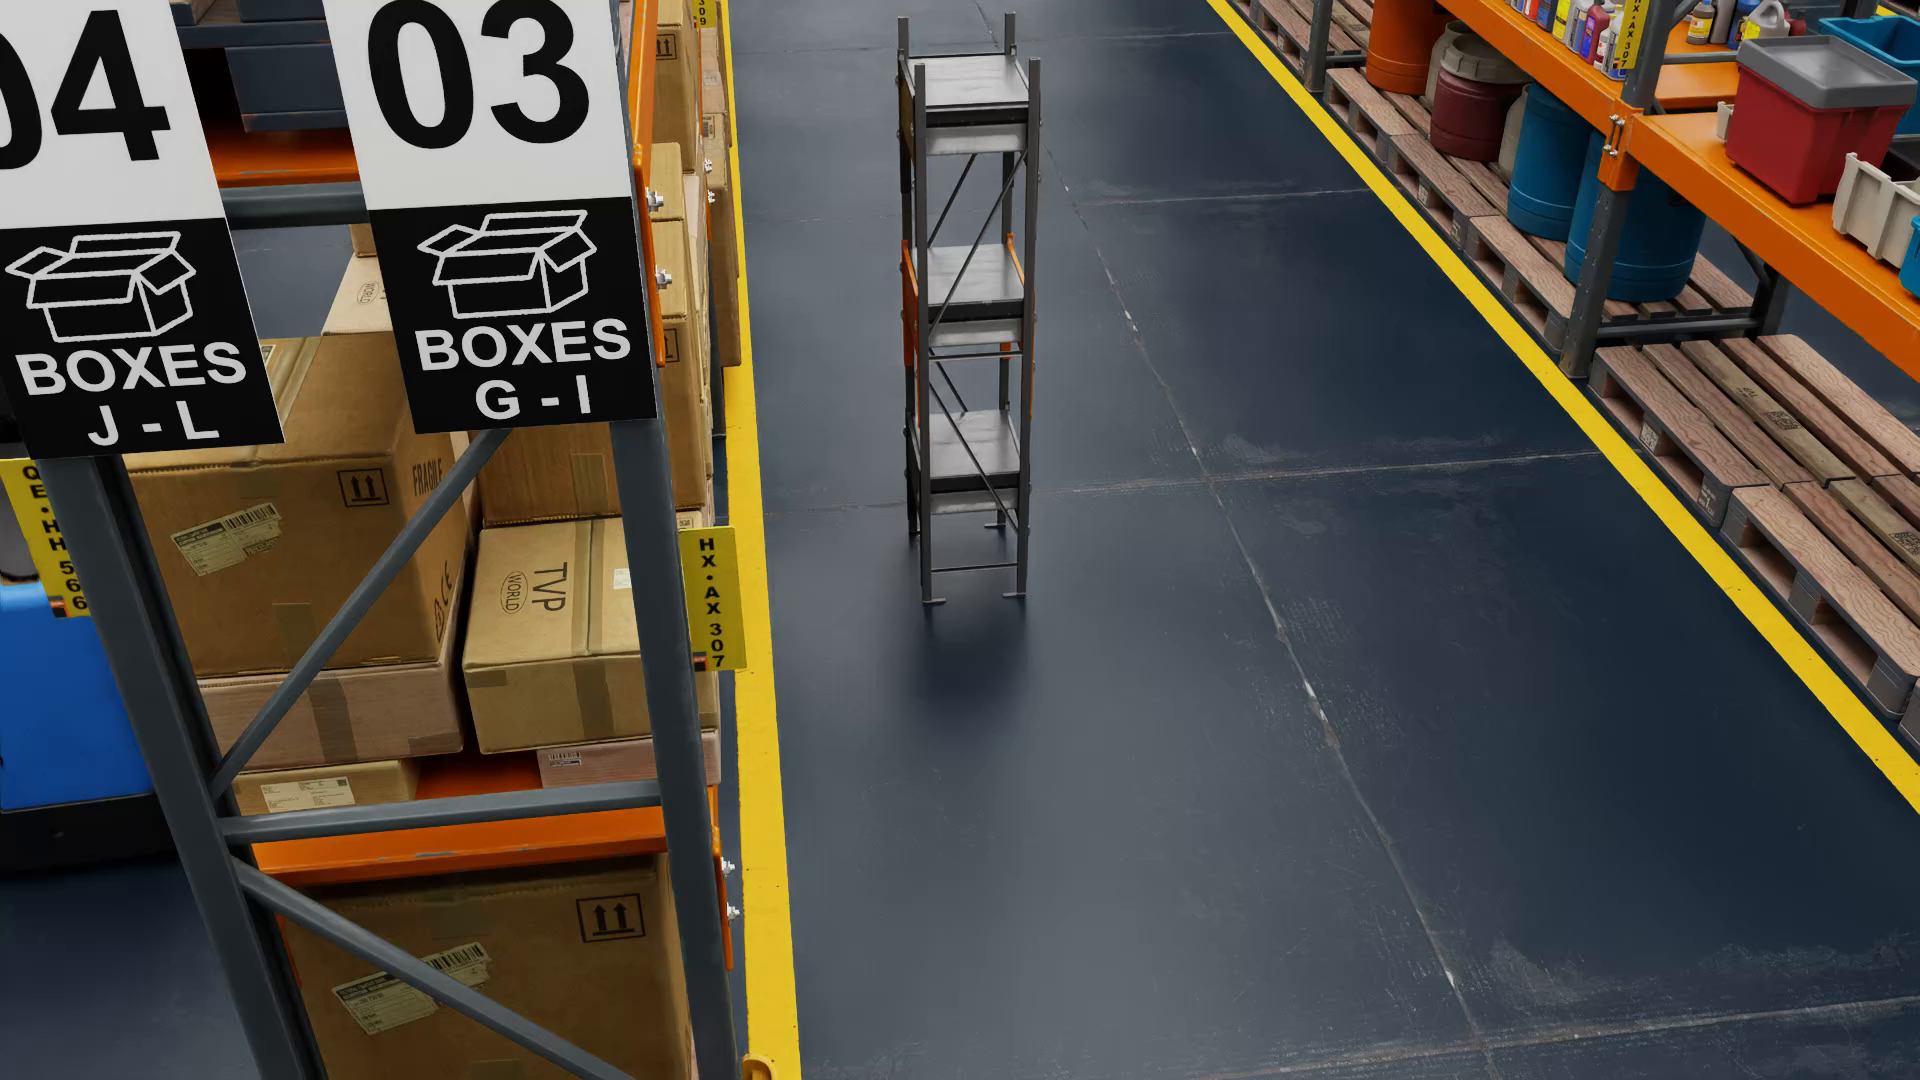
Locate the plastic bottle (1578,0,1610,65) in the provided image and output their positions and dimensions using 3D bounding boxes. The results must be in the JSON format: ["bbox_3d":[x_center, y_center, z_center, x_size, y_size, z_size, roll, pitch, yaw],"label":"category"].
[{"bbox_3d":[2.914,-2.338,7.620,0.061,0.283,0.133,-4,35,-6],"label":"plastic bottle"}]

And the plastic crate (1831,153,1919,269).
[{"bbox_3d":[3.386,-1.175,5.862,0.437,0.282,0.530,-4,35,-6],"label":"plastic crate"}]

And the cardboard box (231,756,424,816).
[{"bbox_3d":[-1.381,0.472,3.616,0.380,0.149,0.250,-4,34,-5],"label":"cardboard box"}]

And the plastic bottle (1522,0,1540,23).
[{"bbox_3d":[2.873,-2.694,8.150,0.152,0.276,0.135,-4,35,-6],"label":"plastic bottle"}]

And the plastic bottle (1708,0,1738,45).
[{"bbox_3d":[3.629,-2.505,7.872,0.152,0.276,0.135,-4,35,-6],"label":"plastic bottle"}]

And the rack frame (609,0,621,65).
[{"bbox_3d":[-1.007,-1.937,1.601,1.000,3.000,0.127,-4,35,-6],"label":"rack frame"}]

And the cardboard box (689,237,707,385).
[{"bbox_3d":[-1.020,-0.668,4.936,0.500,0.250,0.500,-5,35,-7],"label":"cardboard box"}]

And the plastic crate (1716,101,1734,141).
[{"bbox_3d":[3.284,-1.710,6.777,0.396,0.136,0.243,-4,35,-6],"label":"plastic crate"}]

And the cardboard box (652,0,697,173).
[{"bbox_3d":[-1.155,-1.544,5.556,0.500,0.500,0.500,-4,34,-6],"label":"cardboard box"}]

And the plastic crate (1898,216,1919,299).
[{"bbox_3d":[3.371,-0.915,5.524,0.416,0.233,0.300,-4,35,-6],"label":"plastic crate"}]

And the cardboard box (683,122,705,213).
[{"bbox_3d":[-1.153,-1.236,5.769,0.500,0.250,0.500,-3,34,-5],"label":"cardboard box"}]

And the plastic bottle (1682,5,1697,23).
[{"bbox_3d":[3.615,-2.650,8.151,0.097,0.201,0.097,0,34,0],"label":"plastic bottle"}]

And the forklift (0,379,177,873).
[{"bbox_3d":[-3.191,-0.968,5.568,1.130,2.935,3.031,-6,35,-9],"label":"forklift"}]

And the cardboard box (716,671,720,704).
[{"bbox_3d":[-0.763,0.280,3.899,0.380,0.149,0.250,-5,35,-7],"label":"cardboard box"}]

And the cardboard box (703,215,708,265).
[{"bbox_3d":[-1.075,-1.010,5.792,0.380,0.149,0.250,-4,34,-5],"label":"cardboard box"}]

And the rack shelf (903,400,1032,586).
[{"bbox_3d":[0.022,-0.186,6.425,0.431,0.518,0.480,-4,35,-6],"label":"rack shelf"}]

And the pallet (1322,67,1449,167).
[{"bbox_3d":[2.973,-2.708,10.536,1.003,0.211,1.213,-4,35,-6],"label":"pallet"}]

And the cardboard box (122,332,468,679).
[{"bbox_3d":[-1.333,-0.080,3.408,0.500,0.500,0.500,-4,34,-6],"label":"cardboard box"}]

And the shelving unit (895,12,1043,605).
[{"bbox_3d":[0.022,-0.775,6.023,0.431,2.100,0.503,-4,35,-6],"label":"shelving unit"}]

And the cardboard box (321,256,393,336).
[{"bbox_3d":[-1.545,-0.626,4.875,0.500,0.250,0.500,-4,35,-6],"label":"cardboard box"}]

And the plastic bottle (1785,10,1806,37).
[{"bbox_3d":[3.737,-2.254,7.497,0.061,0.283,0.133,-4,35,-6],"label":"plastic bottle"}]

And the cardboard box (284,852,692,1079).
[{"bbox_3d":[-1.172,0.896,4.286,0.875,0.875,0.875,-4,35,-6],"label":"cardboard box"}]

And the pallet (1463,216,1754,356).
[{"bbox_3d":[3.301,-1.346,8.538,1.003,0.211,1.213,-4,35,-6],"label":"pallet"}]

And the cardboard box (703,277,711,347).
[{"bbox_3d":[-1.006,-0.724,5.371,0.380,0.149,0.250,-5,35,-7],"label":"cardboard box"}]

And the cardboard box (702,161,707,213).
[{"bbox_3d":[-1.144,-1.297,6.212,0.380,0.149,0.250,-4,34,-5],"label":"cardboard box"}]

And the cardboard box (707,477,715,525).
[{"bbox_3d":[-0.868,-0.150,4.530,0.380,0.149,0.250,-5,35,-7],"label":"cardboard box"}]

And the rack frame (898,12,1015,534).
[{"bbox_3d":[-0.011,-0.911,6.223,0.400,2.100,0.015,-4,35,-6],"label":"rack frame"}]

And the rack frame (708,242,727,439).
[{"bbox_3d":[-1.545,-1.690,6.566,1.000,3.000,0.127,-4,35,-6],"label":"rack frame"}]

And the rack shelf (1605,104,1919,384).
[{"bbox_3d":[3.632,-0.652,5.681,1.077,0.370,4.000,-4,35,-6],"label":"rack shelf"}]

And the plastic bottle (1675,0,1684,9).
[{"bbox_3d":[3.617,-2.749,8.224,0.061,0.283,0.133,-4,35,-6],"label":"plastic bottle"}]

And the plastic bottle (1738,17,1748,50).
[{"bbox_3d":[3.685,-2.357,7.722,0.097,0.201,0.097,0,34,0],"label":"plastic bottle"}]

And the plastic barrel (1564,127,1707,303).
[{"bbox_3d":[3.307,-1.676,8.036,0.600,0.901,0.708,-4,35,-6],"label":"plastic barrel"}]

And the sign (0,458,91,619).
[{"bbox_3d":[-1.546,-0.001,2.849,0.100,0.325,0.005,-4,35,-6],"label":"sign"}]

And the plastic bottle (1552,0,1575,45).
[{"bbox_3d":[2.915,-2.533,7.847,0.144,0.351,0.185,-4,35,-6],"label":"plastic bottle"}]

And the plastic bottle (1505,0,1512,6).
[{"bbox_3d":[2.812,-2.801,8.373,0.097,0.201,0.097,0,34,0],"label":"plastic bottle"}]

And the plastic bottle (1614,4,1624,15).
[{"bbox_3d":[3.062,-2.402,7.787,0.097,0.201,0.097,0,34,0],"label":"plastic bottle"}]

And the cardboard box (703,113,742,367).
[{"bbox_3d":[-1.651,-1.341,7.568,1.225,0.875,0.875,-4,35,-6],"label":"cardboard box"}]

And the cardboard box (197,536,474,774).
[{"bbox_3d":[-1.335,0.231,3.616,0.500,0.250,0.500,-5,35,-7],"label":"cardboard box"}]

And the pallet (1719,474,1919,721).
[{"bbox_3d":[3.668,0.177,6.303,1.003,0.211,1.213,-4,35,-6],"label":"pallet"}]

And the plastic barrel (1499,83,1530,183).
[{"bbox_3d":[3.224,-2.232,9.198,0.421,0.512,0.421,0,34,0],"label":"plastic barrel"}]

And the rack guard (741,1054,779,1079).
[{"bbox_3d":[-1.004,1.589,3.975,1.175,0.500,0.348,-4,35,-6],"label":"rack guard"}]

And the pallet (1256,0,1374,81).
[{"bbox_3d":[2.760,-3.580,11.816,1.003,0.211,1.213,-4,35,-6],"label":"pallet"}]

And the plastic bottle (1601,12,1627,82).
[{"bbox_3d":[2.990,-2.209,7.438,0.152,0.276,0.135,-4,35,-6],"label":"plastic bottle"}]

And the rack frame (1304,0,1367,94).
[{"bbox_3d":[2.825,-4.297,10.392,1.000,3.000,0.127,-4,35,-6],"label":"rack frame"}]

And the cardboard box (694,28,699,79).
[{"bbox_3d":[-1.427,-2.287,7.354,0.500,0.500,0.500,-4,35,-6],"label":"cardboard box"}]

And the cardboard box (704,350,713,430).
[{"bbox_3d":[-0.936,-0.435,4.948,0.380,0.149,0.250,-5,35,-8],"label":"cardboard box"}]

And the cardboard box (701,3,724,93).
[{"bbox_3d":[-1.898,-2.333,9.023,1.225,0.875,0.875,-4,35,-6],"label":"cardboard box"}]

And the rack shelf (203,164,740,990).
[{"bbox_3d":[-1.276,-0.276,5.131,1.077,0.370,4.000,-4,35,-6],"label":"rack shelf"}]

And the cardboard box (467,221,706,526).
[{"bbox_3d":[-0.871,-0.396,3.870,0.500,0.500,0.500,-5,35,-8],"label":"cardboard box"}]

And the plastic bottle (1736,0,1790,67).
[{"bbox_3d":[3.632,-2.288,7.488,0.144,0.351,0.185,-4,35,-6],"label":"plastic bottle"}]

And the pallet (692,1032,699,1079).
[{"bbox_3d":[-1.192,1.254,4.722,1.003,0.211,1.213,-4,35,-6],"label":"pallet"}]

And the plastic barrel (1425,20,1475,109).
[{"bbox_3d":[3.072,-2.862,10.123,0.421,0.512,0.421,0,34,0],"label":"plastic barrel"}]

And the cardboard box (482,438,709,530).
[{"bbox_3d":[-0.880,-0.096,4.097,0.500,0.250,0.500,-5,35,-7],"label":"cardboard box"}]

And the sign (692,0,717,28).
[{"bbox_3d":[-0.995,-2.123,6.363,0.100,0.325,0.005,-4,35,-6],"label":"sign"}]

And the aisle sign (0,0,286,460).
[{"bbox_3d":[-1.294,-0.469,2.466,0.394,0.787,0.004,-4,35,-6],"label":"aisle sign"}]
